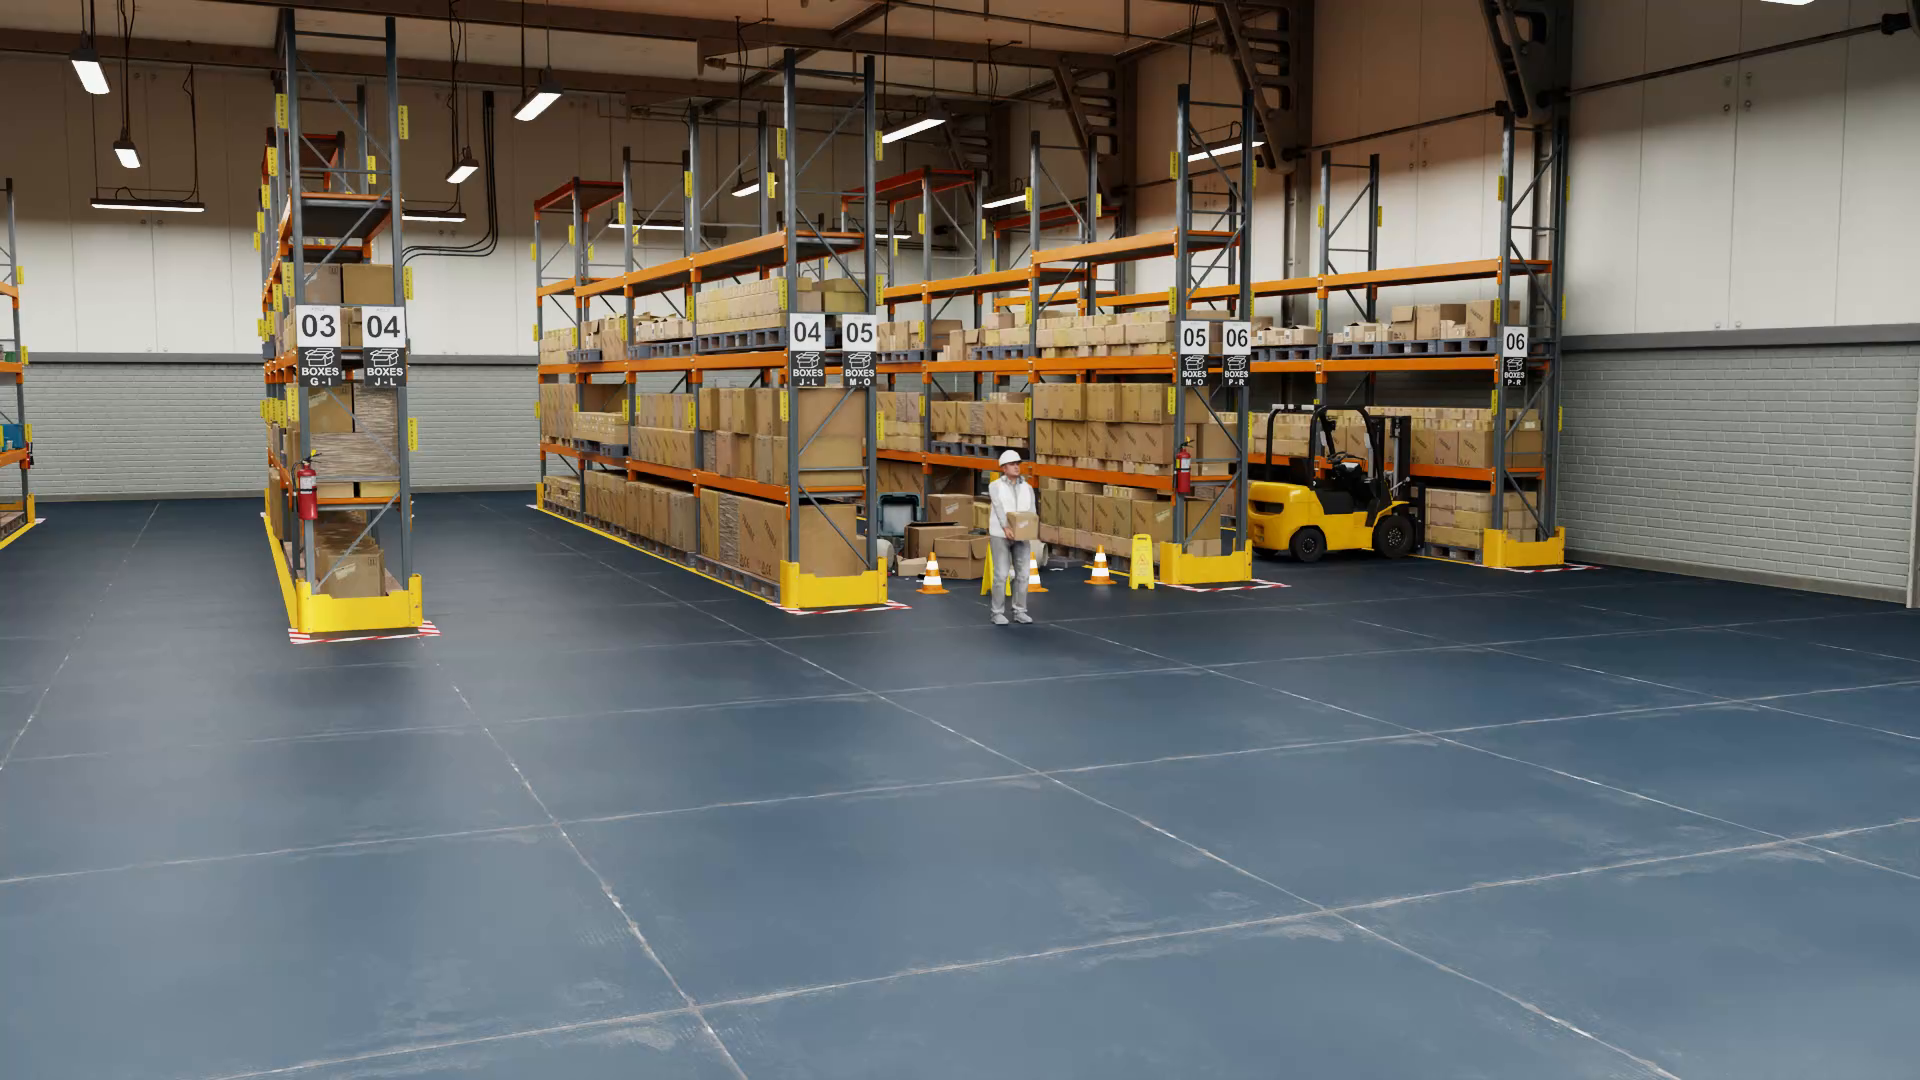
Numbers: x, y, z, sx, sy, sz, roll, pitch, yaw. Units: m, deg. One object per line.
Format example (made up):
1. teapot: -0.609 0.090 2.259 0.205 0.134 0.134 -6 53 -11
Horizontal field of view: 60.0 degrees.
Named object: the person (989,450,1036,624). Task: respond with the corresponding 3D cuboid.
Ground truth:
1. person: 0.567 -0.025 16.923 0.494 1.764 0.548 -2 6 -23
